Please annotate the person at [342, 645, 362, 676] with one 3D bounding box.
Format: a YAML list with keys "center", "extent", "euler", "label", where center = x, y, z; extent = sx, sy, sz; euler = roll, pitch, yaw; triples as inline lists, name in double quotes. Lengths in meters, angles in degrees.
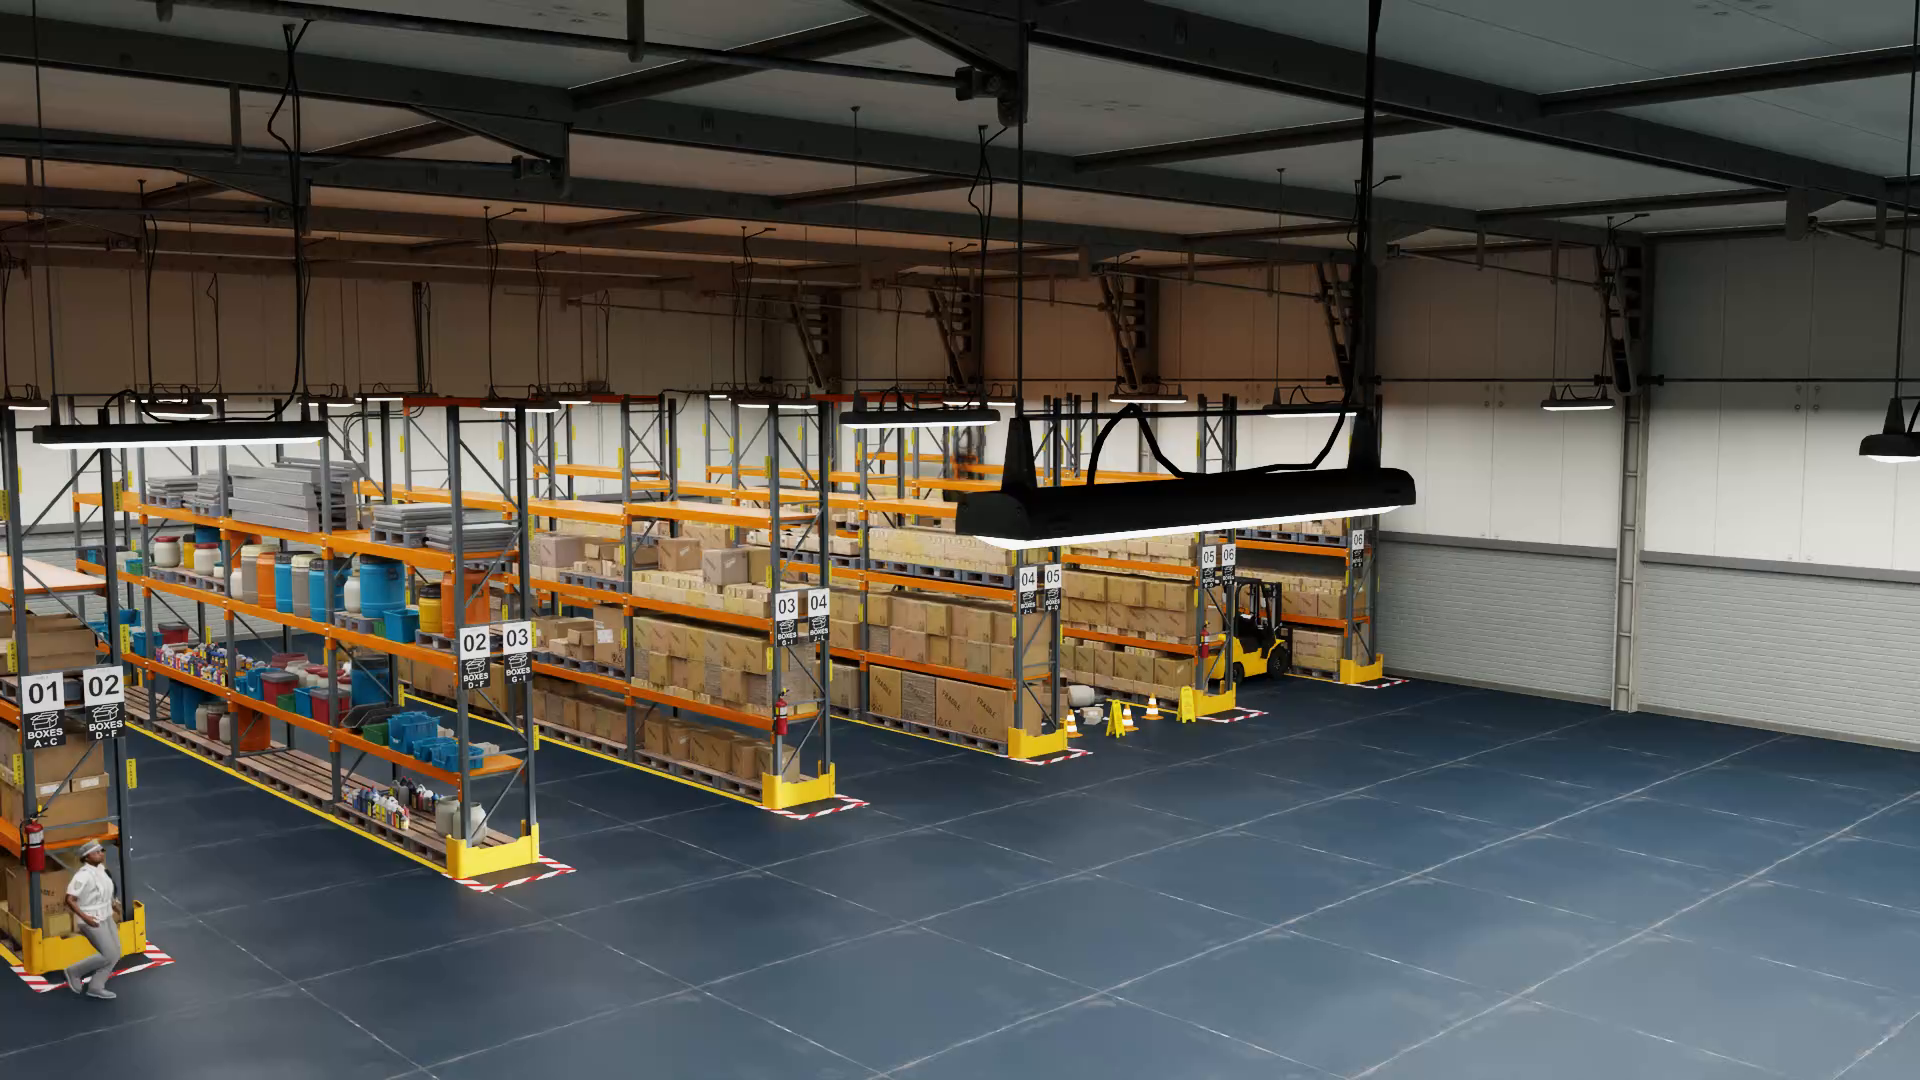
- center: [-10.701, 2.679, 29.440]
  extent: [0.762, 1.695, 0.627]
  euler: [4, 7, 36]
  label: "person"

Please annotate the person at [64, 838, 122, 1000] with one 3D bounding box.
- center: [-8.861, 3.876, 17.003]
  extent: [0.523, 1.656, 0.594]
  euler: [-1, 6, -6]
  label: "person"
